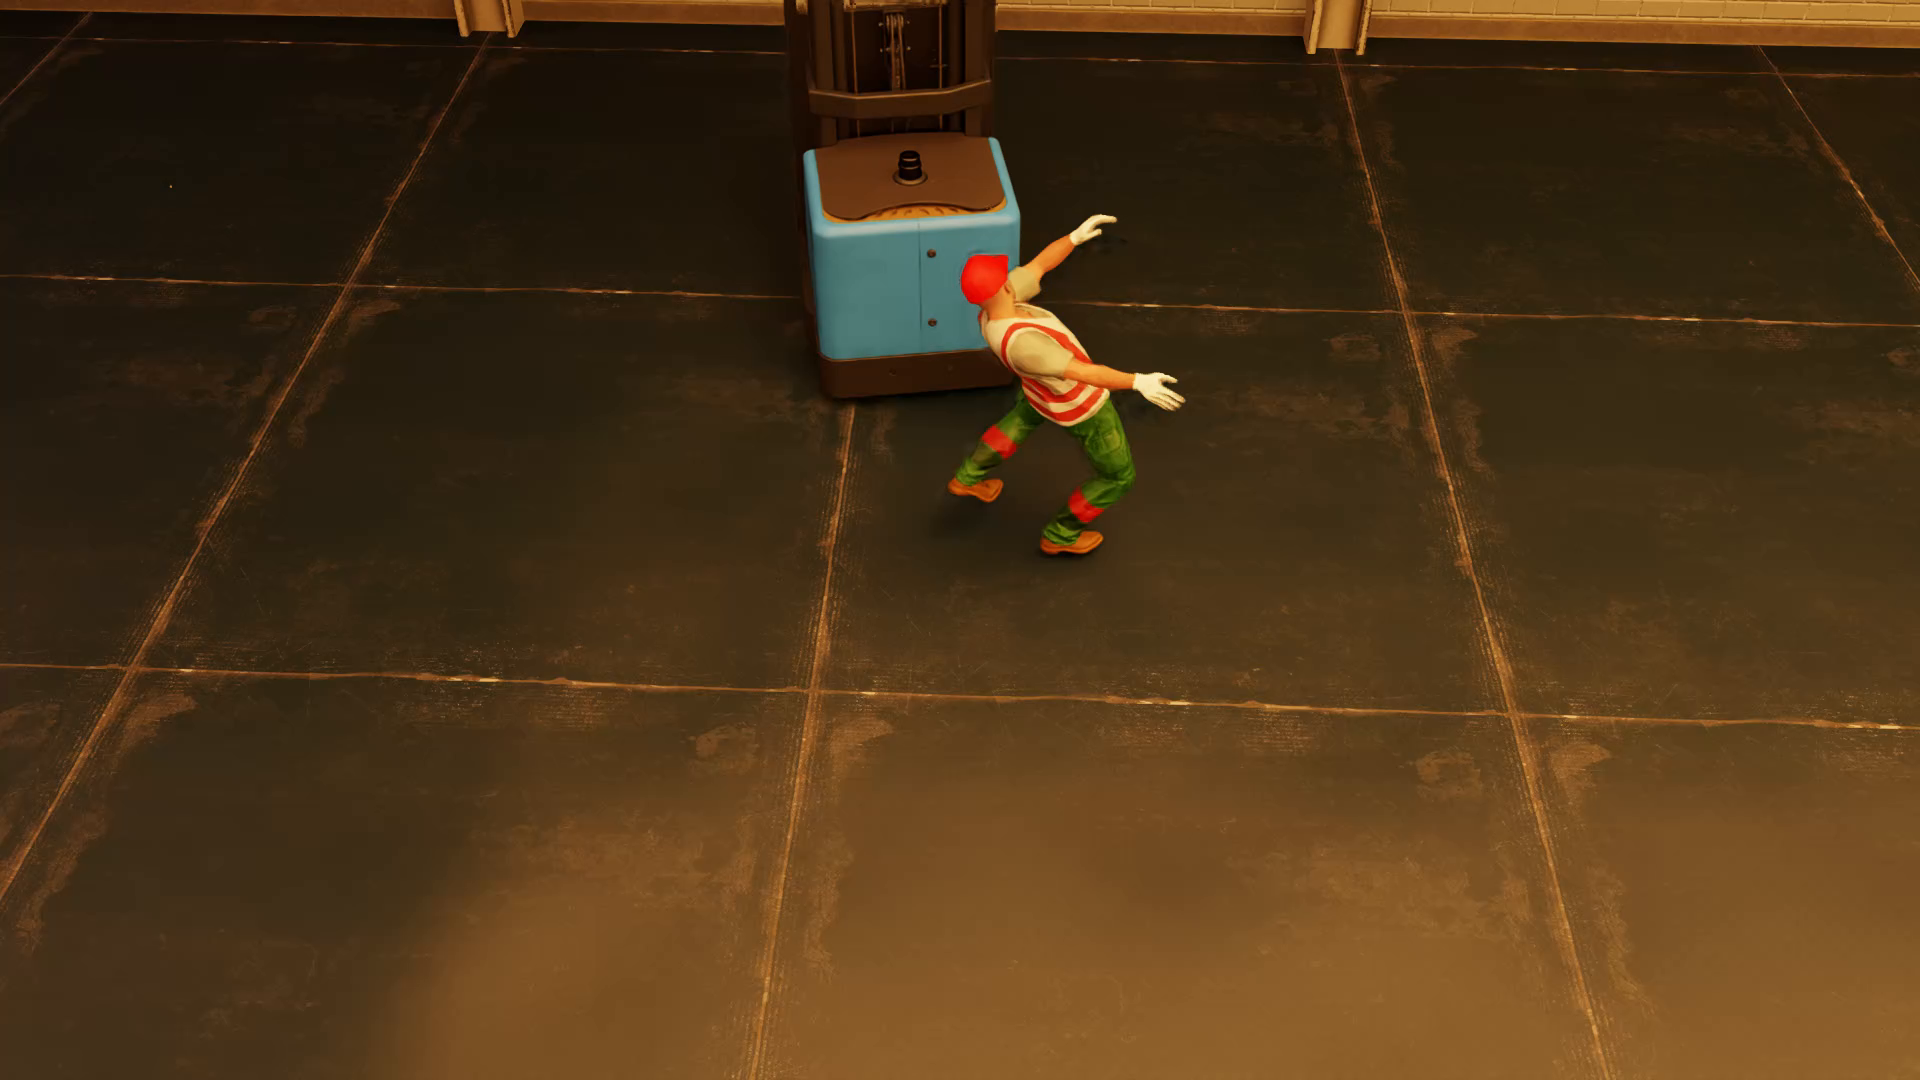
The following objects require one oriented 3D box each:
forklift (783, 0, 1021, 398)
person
[{"bbox_3d":[-0.395,-2.812,8.822,1.130,2.935,3.031,-5,43,-6],"label":"forklift"},{"bbox_3d":[0.505,-0.557,7.341,0.739,1.555,1.102,-26,49,-26],"label":"person"}]
